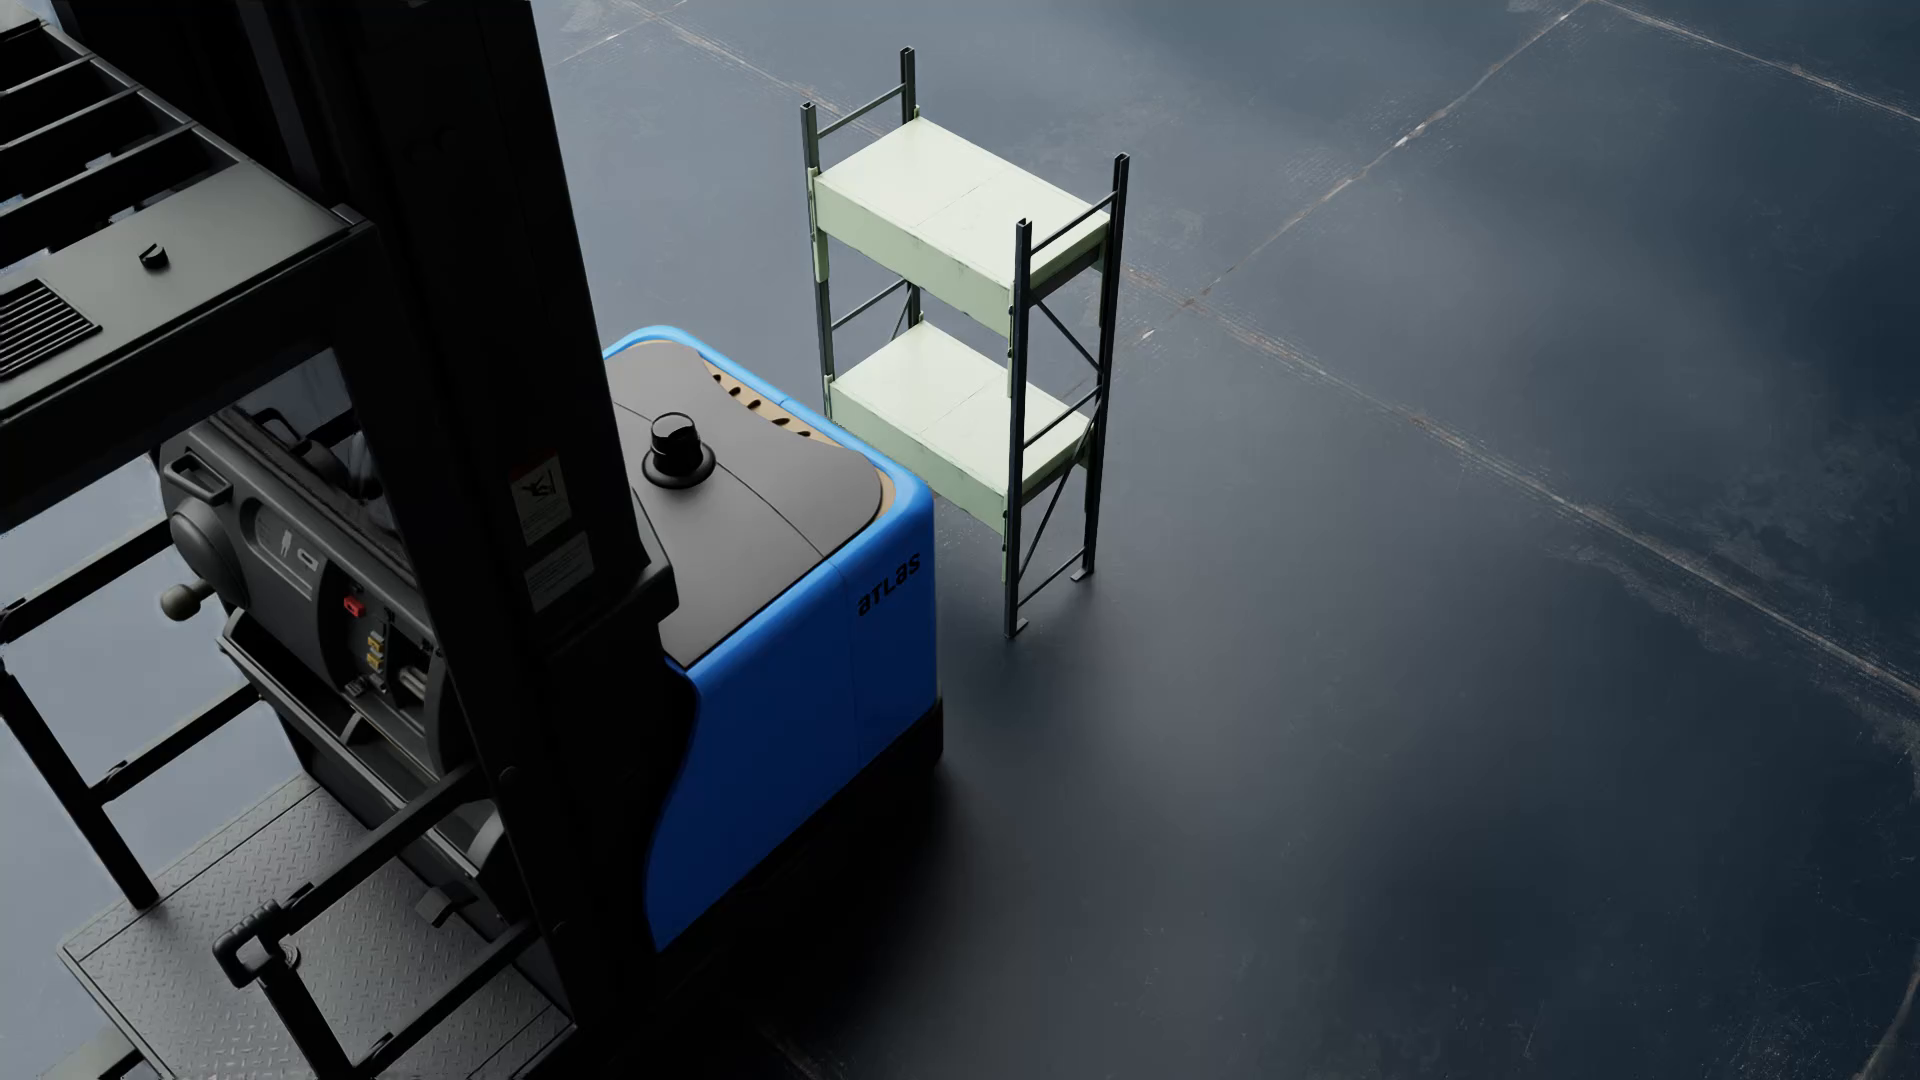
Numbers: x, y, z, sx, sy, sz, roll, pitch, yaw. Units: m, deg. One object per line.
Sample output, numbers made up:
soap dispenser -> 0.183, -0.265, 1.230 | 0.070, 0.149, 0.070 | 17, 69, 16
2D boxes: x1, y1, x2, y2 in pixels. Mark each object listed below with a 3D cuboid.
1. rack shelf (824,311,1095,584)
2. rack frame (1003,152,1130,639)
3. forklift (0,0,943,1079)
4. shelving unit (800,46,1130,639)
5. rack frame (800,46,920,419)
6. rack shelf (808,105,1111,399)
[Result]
rack shelf -> 0.005, -0.287, 4.938 | 0.720, 0.370, 0.431 | 34, 55, 28
rack frame -> 0.274, -0.329, 4.530 | 0.023, 1.500, 0.400 | 34, 55, 28
forklift -> -1.394, 0.187, 3.064 | 1.130, 2.935, 3.031 | 33, 55, 27
shelving unit -> 0.005, -0.510, 4.700 | 0.755, 1.500, 0.431 | 34, 55, 28
rack frame -> -0.264, -0.691, 4.870 | 0.023, 1.500, 0.400 | 34, 55, 28
rack shelf -> 0.005, -0.777, 4.416 | 0.720, 0.370, 0.431 | 34, 55, 28
